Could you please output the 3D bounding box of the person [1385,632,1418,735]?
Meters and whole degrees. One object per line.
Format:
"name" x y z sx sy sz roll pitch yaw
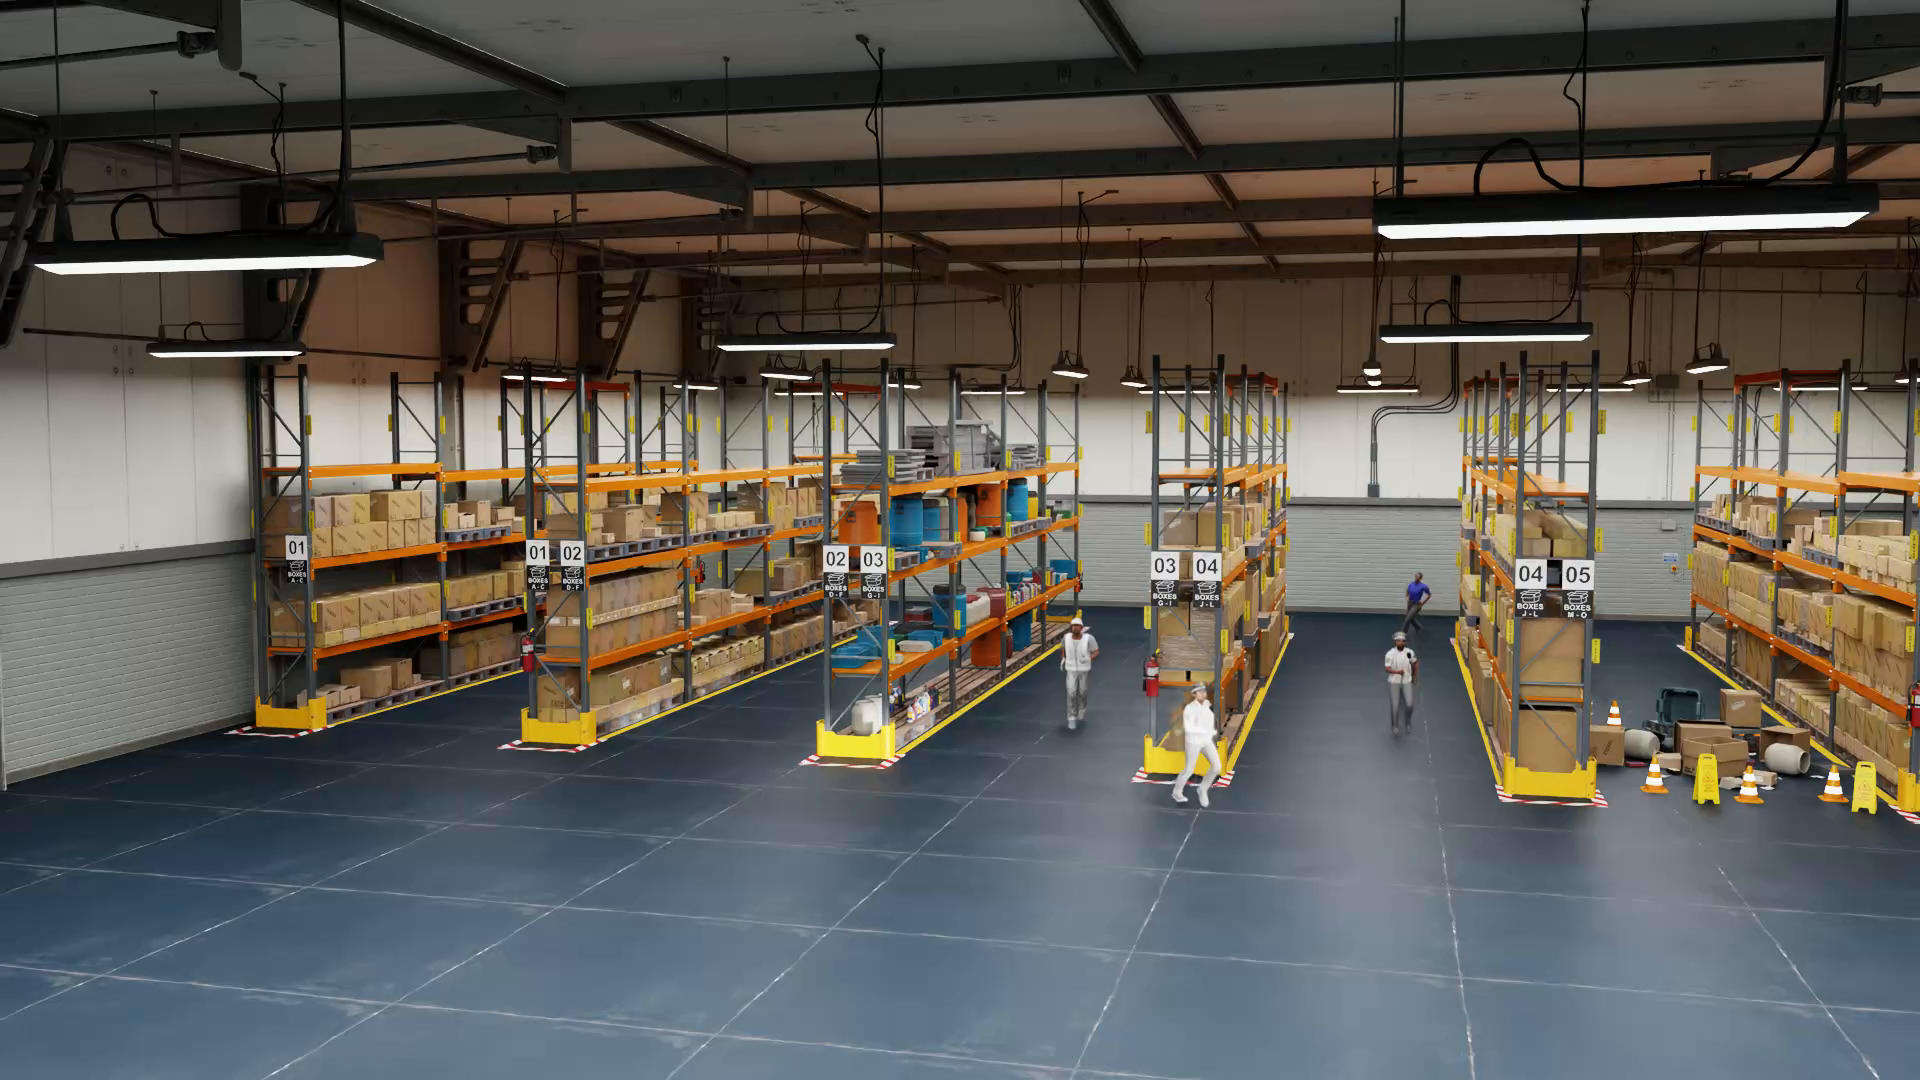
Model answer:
"person" 7.120 2.310 26.765 0.569 1.673 0.655 0 4 6

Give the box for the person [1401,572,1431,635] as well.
"person" 10.657 1.532 38.821 0.916 1.584 0.654 -3 5 -36

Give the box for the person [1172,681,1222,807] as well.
"person" 3.142 2.653 21.737 0.621 1.670 0.824 -2 5 -29

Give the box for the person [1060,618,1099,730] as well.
"person" 1.991 2.199 27.703 0.671 1.832 0.833 1 4 9
